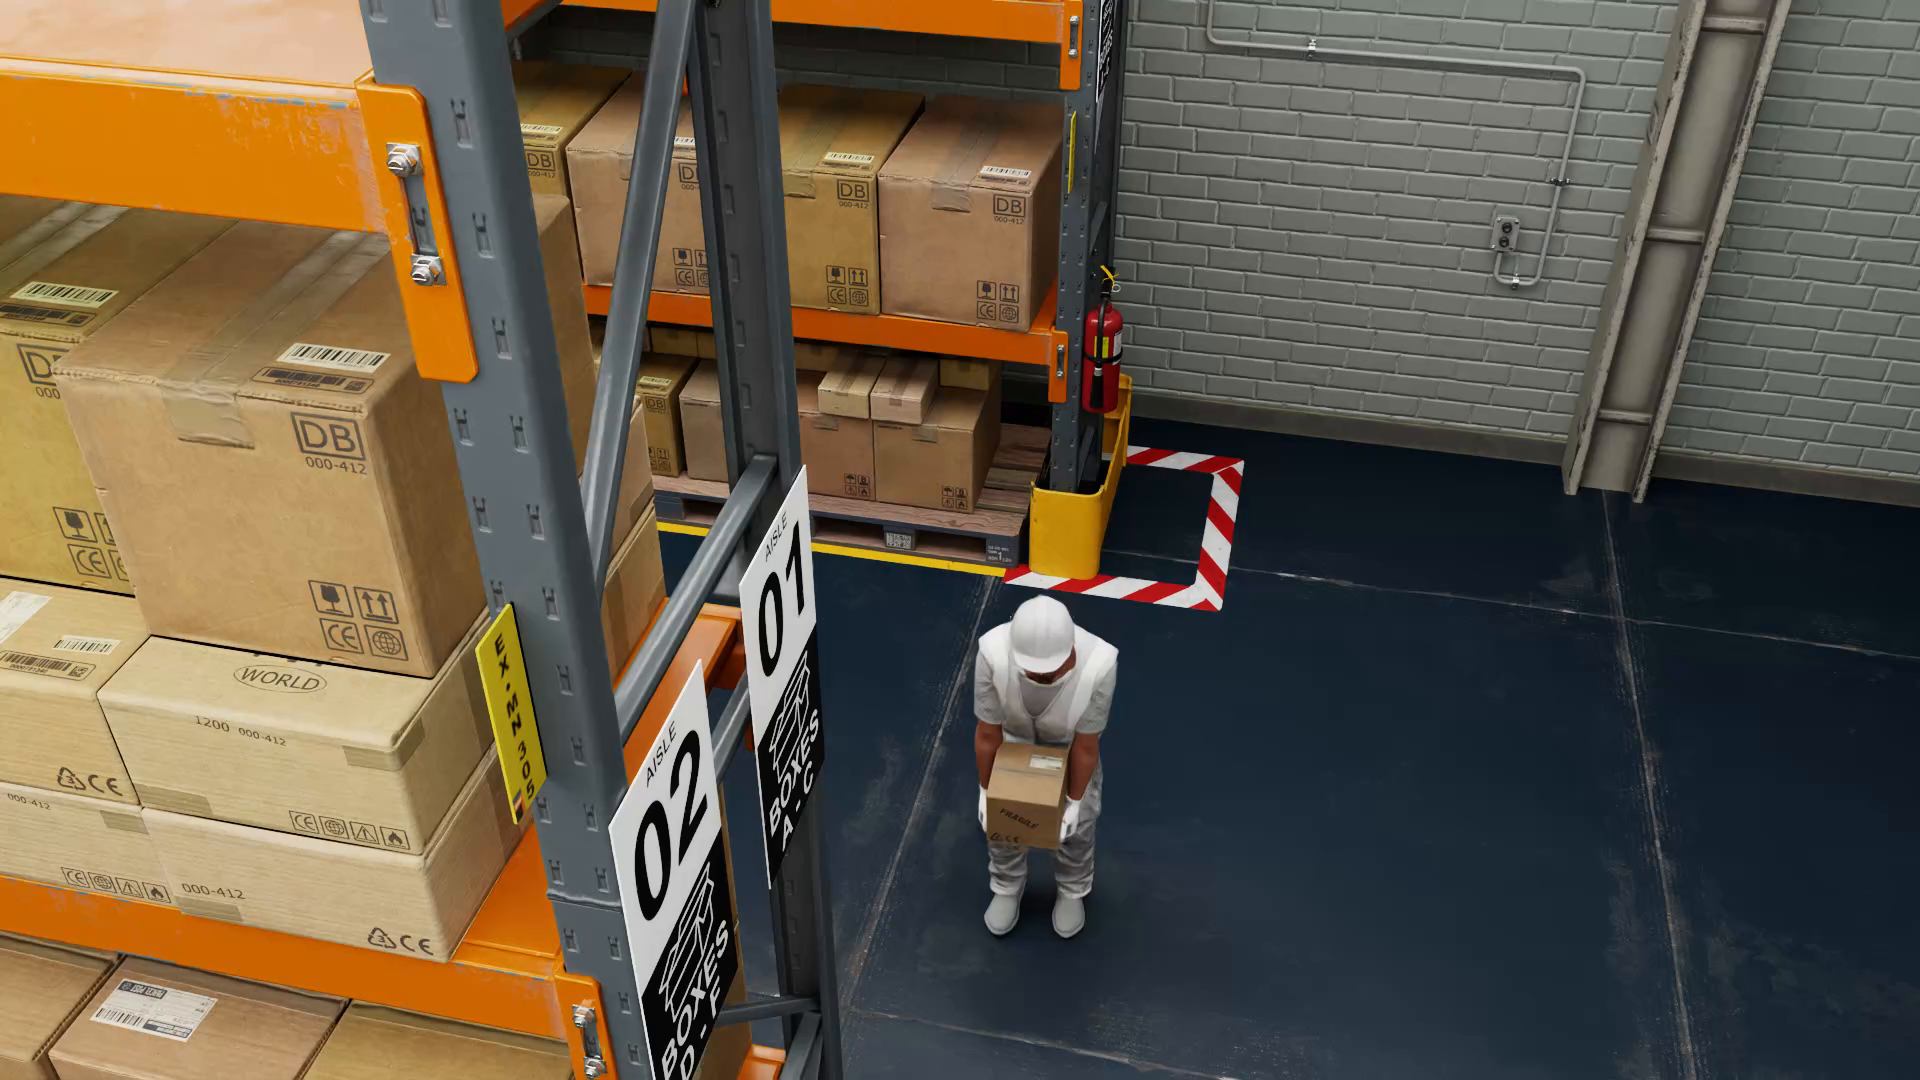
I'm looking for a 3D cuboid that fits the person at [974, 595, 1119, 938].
[{"bbox_3d":[0.297,0.788,5.944,0.482,1.700,0.645,7,37,9],"label":"person"}]
